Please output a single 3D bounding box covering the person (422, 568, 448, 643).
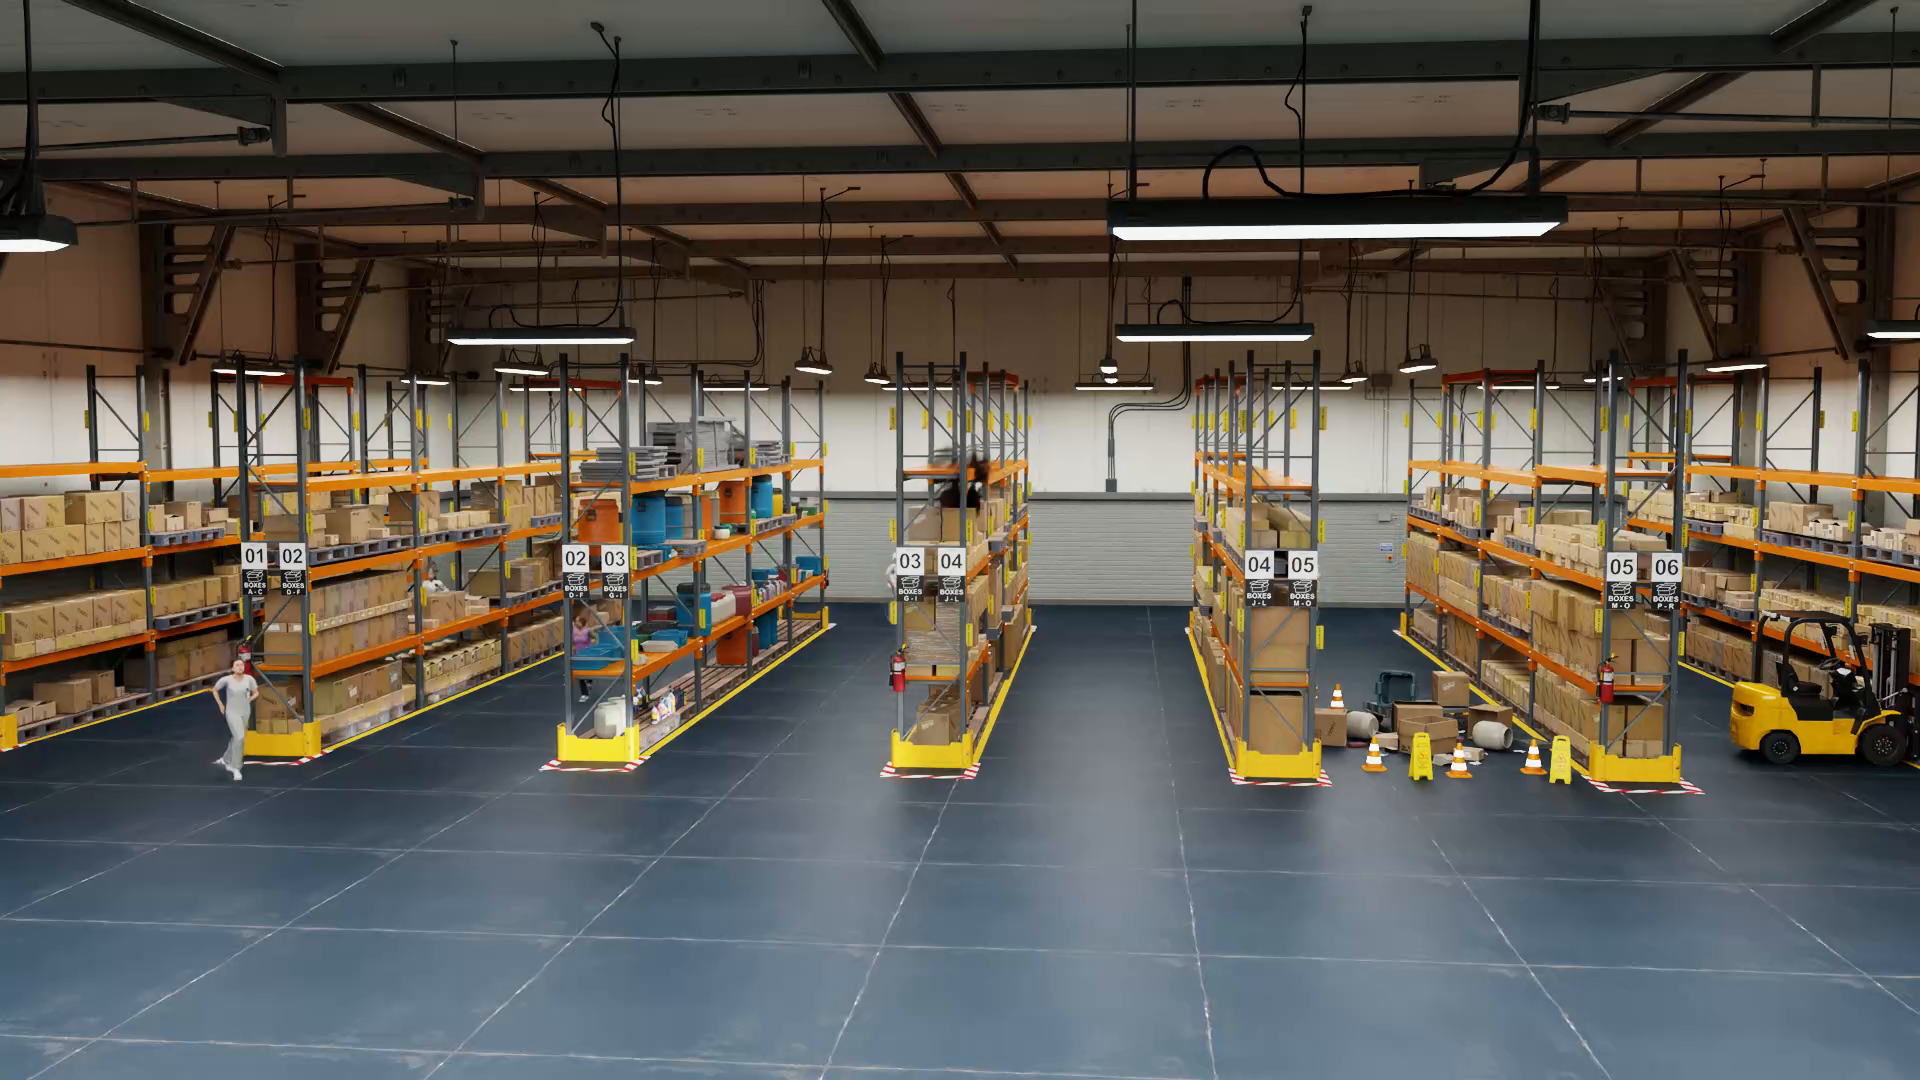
[{"bbox_3d":[-12.040,1.479,37.993,0.617,1.693,0.801,0,4,-2],"label":"person"}]

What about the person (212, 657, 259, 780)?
[{"bbox_3d":[-10.234,2.504,23.538,0.729,1.721,0.559,3,5,40],"label":"person"}]

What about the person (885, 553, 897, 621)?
[{"bbox_3d":[-1.552,1.174,41.676,0.596,1.731,0.663,1,4,11],"label":"person"}]

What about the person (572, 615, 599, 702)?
[{"bbox_3d":[-6.730,2.123,29.709,0.560,1.558,0.605,1,4,9],"label":"person"}]
